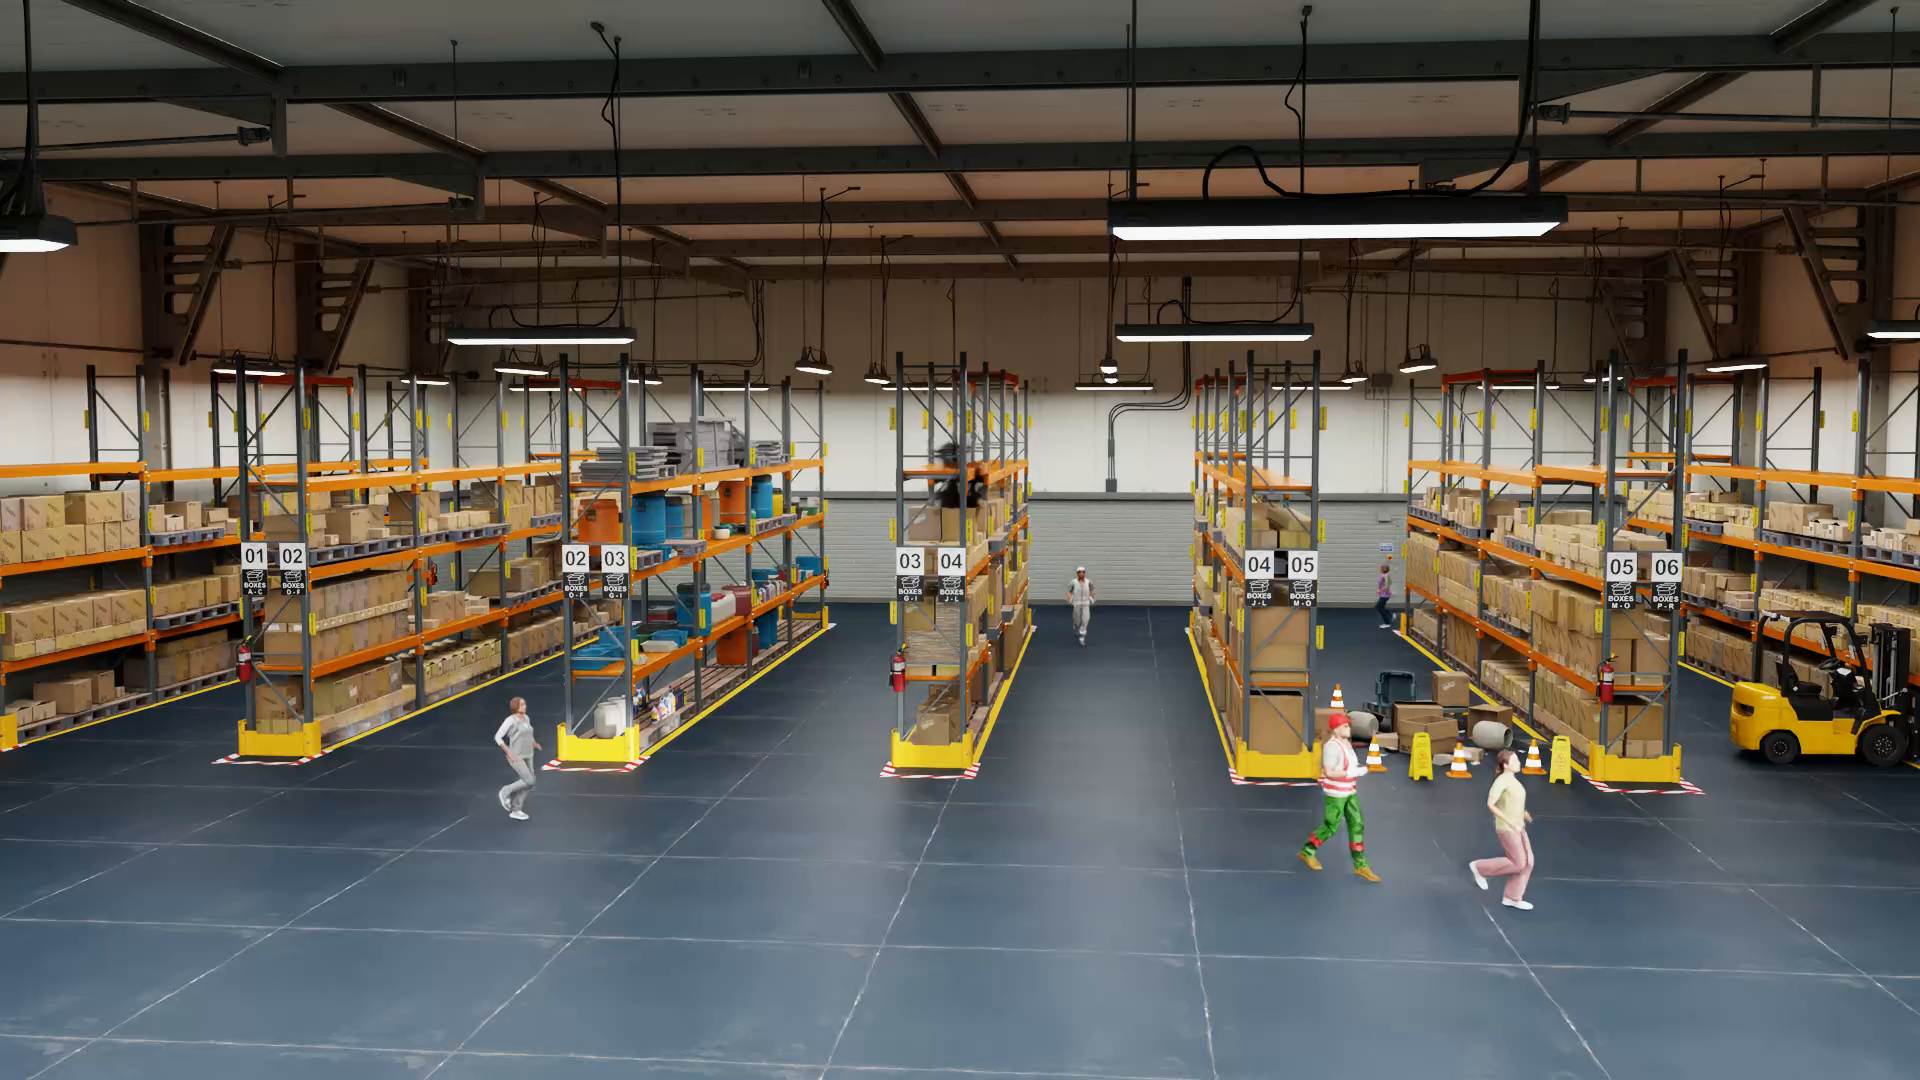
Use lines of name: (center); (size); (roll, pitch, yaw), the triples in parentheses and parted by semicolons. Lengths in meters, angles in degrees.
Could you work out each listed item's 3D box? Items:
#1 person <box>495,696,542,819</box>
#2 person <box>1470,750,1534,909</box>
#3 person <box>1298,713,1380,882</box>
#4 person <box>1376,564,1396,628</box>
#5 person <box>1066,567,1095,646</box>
person: (-5.522, 2.743, 20.912); (0.541, 1.557, 0.533); (2, 4, 23)
person: (5.634, 2.973, 17.208); (0.633, 1.629, 0.581); (3, 5, 37)
person: (4.144, 2.791, 18.175); (0.920, 1.809, 0.648); (3, 5, 39)
person: (10.355, 1.364, 40.411); (0.499, 1.555, 0.566); (1, 4, 16)
person: (2.725, 1.476, 37.414); (0.661, 1.762, 0.788); (0, 4, -4)
